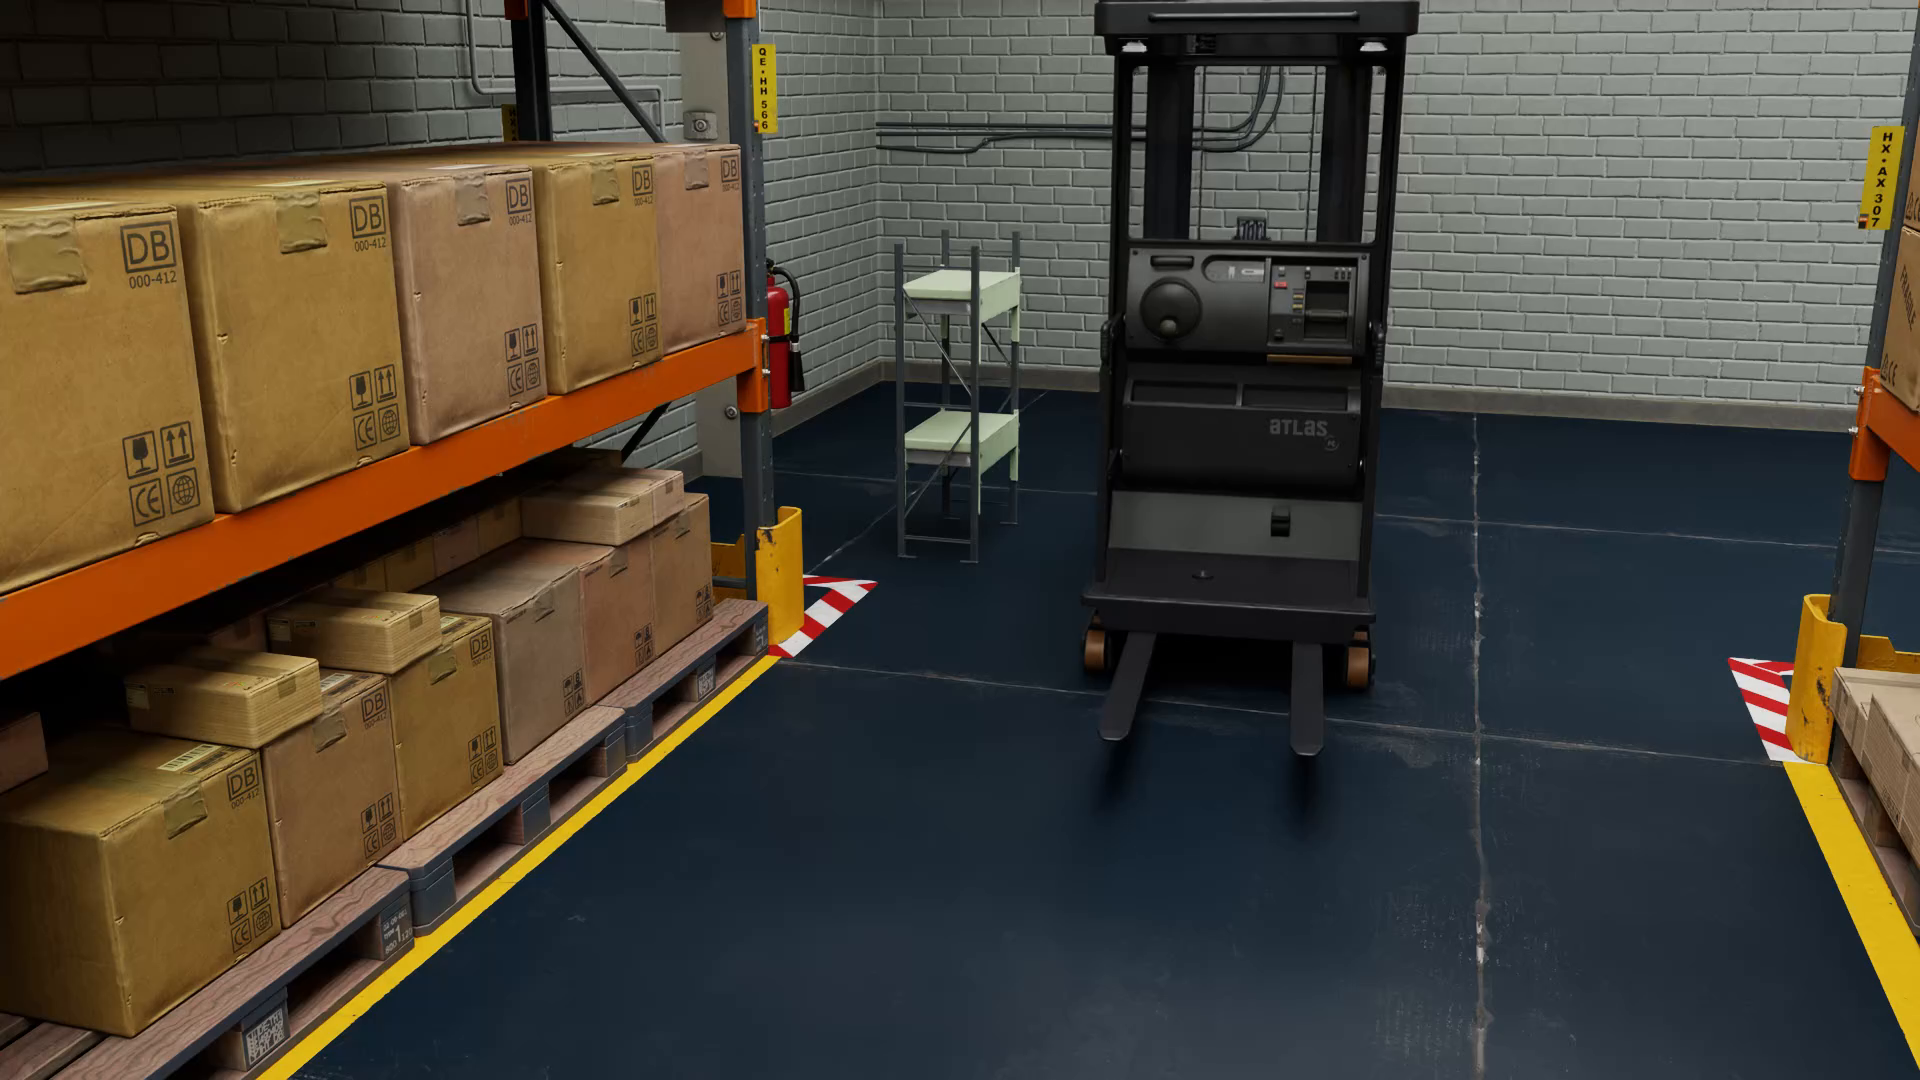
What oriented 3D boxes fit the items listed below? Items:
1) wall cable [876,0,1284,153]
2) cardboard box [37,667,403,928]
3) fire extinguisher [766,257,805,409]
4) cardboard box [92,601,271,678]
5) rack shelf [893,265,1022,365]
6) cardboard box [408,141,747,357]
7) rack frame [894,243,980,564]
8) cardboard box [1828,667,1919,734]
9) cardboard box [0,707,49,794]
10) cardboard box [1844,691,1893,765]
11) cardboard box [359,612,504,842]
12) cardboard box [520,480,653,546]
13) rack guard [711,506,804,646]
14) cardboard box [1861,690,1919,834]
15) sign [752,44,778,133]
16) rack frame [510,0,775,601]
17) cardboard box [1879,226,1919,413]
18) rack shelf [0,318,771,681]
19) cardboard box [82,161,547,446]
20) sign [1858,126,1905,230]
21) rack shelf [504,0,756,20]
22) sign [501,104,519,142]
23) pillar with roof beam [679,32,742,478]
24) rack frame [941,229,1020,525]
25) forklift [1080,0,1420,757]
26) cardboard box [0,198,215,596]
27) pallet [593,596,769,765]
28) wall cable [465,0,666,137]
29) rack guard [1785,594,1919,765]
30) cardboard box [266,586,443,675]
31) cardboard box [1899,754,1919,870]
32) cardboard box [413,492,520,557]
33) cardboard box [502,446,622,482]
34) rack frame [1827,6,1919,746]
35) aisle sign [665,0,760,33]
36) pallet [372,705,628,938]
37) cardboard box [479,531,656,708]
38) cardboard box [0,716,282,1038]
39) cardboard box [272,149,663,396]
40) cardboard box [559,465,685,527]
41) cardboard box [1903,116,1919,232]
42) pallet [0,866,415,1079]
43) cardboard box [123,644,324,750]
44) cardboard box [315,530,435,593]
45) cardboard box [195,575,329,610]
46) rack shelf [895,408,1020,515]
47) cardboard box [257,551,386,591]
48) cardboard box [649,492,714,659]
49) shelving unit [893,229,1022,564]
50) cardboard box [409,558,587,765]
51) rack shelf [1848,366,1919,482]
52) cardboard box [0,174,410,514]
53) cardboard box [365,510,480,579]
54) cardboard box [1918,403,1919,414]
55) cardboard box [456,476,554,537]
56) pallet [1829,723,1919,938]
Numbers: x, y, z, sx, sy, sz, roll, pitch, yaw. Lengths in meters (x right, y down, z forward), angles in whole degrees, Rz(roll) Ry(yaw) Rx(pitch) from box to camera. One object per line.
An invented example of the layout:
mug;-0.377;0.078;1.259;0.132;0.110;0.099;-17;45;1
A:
wall cable;0.689;-3.934;11.398;3.097;2.526;0.112;5;16;16
cardboard box;-1.941;0.639;4.392;0.700;0.500;0.500;4;16;15
fire extinguisher;-0.776;-0.877;6.748;0.296;0.674;0.183;5;16;16
cardboard box;-2.097;0.273;4.492;0.380;0.149;0.250;4;16;14
rack shelf;-0.002;-1.095;8.012;0.431;0.370;0.720;5;16;16
cardboard box;-1.397;-1.100;6.160;0.980;0.700;0.700;5;17;18
rack frame;-0.106;-0.624;7.781;0.400;1.500;0.023;5;16;16
cardboard box;3.041;0.536;5.360;0.380;0.149;0.250;5;16;16
cardboard box;-2.319;0.480;3.762;0.380;0.149;0.250;5;16;16
cardboard box;2.970;0.593;5.127;0.380;0.166;0.250;5;16;16
cardboard box;-1.793;0.504;4.865;0.700;0.500;0.500;5;17;17
cardboard box;-1.298;-0.096;5.792;0.380;0.149;0.250;5;17;17
rack guard;-1.254;0.107;7.037;1.175;0.500;0.348;5;16;16
cardboard box;2.921;0.656;4.753;0.500;0.250;0.500;5;16;16
sign;-0.745;-1.715;6.322;0.100;0.325;0.005;5;16;16
rack frame;-1.261;-1.090;6.674;1.000;3.000;0.127;5;16;16
cardboard box;3.110;-0.659;4.972;0.500;0.500;0.500;5;17;17
rack shelf;-1.830;-0.220;4.927;1.077;0.370;4.000;5;16;16
cardboard box;-1.818;-0.710;4.785;0.980;0.700;0.700;4;16;13
sign;2.969;-1.165;5.353;0.100;0.325;0.005;5;16;16
rack shelf;-1.830;-1.663;4.518;1.077;0.370;4.000;5;16;16
sign;-1.792;-1.589;6.702;0.100;0.325;0.005;5;16;16
pillar with roof beam;2.804;-4.415;7.405;9.100;9.000;0.400;5;16;16
rack frame;0.102;-0.816;8.456;0.400;1.500;0.023;5;16;16
forklift;1.081;-0.950;6.308;1.130;2.935;3.031;3;16;11
cardboard box;-2.228;-0.328;3.439;0.980;0.700;0.700;5;17;17
pallet;-1.413;0.467;6.295;1.003;0.211;1.213;5;16;16
wall cable;-1.804;-1.987;7.975;0.084;1.984;1.851;5;16;16
rack guard;3.468;0.516;5.594;1.175;0.500;0.348;5;16;16
cardboard box;-1.667;0.246;4.589;0.380;0.149;0.250;4;16;14
cardboard box;2.779;0.787;4.292;0.500;0.250;0.500;5;16;16
cardboard box;-1.735;-0.060;5.668;0.380;0.149;0.250;5;17;16
cardboard box;-1.520;-0.258;6.366;0.380;0.149;0.250;5;17;16
rack frame;3.489;-0.706;5.323;1.000;3.000;0.127;5;16;16
aisle sign;-0.953;-2.336;6.303;0.394;0.787;0.004;5;16;16
pallet;-1.762;0.785;5.174;1.003;0.211;1.213;5;16;16
cardboard box;-1.506;0.233;5.823;0.700;0.500;0.500;5;16;16
cardboard box;-2.087;0.770;3.930;0.700;0.500;0.500;5;17;17
cardboard box;-1.593;-0.908;5.485;0.980;0.700;0.700;4;16;15
cardboard box;-1.226;-0.162;6.028;0.380;0.149;0.250;4;16;15
cardboard box;3.110;-1.140;4.836;0.500;0.500;0.500;5;17;18
pallet;-2.107;1.106;4.045;1.003;0.211;1.213;5;16;16
cardboard box;-1.815;0.382;4.107;0.380;0.149;0.250;5;17;18
cardboard box;-1.879;0.073;5.196;0.380;0.149;0.250;5;17;16
cardboard box;-2.024;0.207;4.724;0.380;0.149;0.250;5;17;16
rack shelf;-0.002;-0.406;8.208;0.431;0.370;0.720;5;16;16
cardboard box;-1.951;0.140;4.963;0.380;0.149;0.250;4;16;15
cardboard box;-1.364;0.102;6.284;0.700;0.500;0.500;5;16;16
shelving unit;-0.002;-0.720;8.119;0.431;1.500;0.755;5;16;16
cardboard box;-1.649;0.364;5.359;0.700;0.500;0.500;4;16;14
rack shelf;2.921;0.163;3.576;1.077;0.370;4.000;5;16;16
cardboard box;-2.015;-0.519;4.111;0.980;0.700;0.700;4;16;14
cardboard box;-1.807;0.006;5.433;0.380;0.149;0.250;5;17;17
cardboard box;2.969;-0.523;4.495;0.500;0.500;0.500;4;16;15
cardboard box;-1.664;-0.126;5.898;0.380;0.149;0.250;5;16;16
pallet;3.242;0.864;4.898;1.003;0.211;1.213;5;16;16
